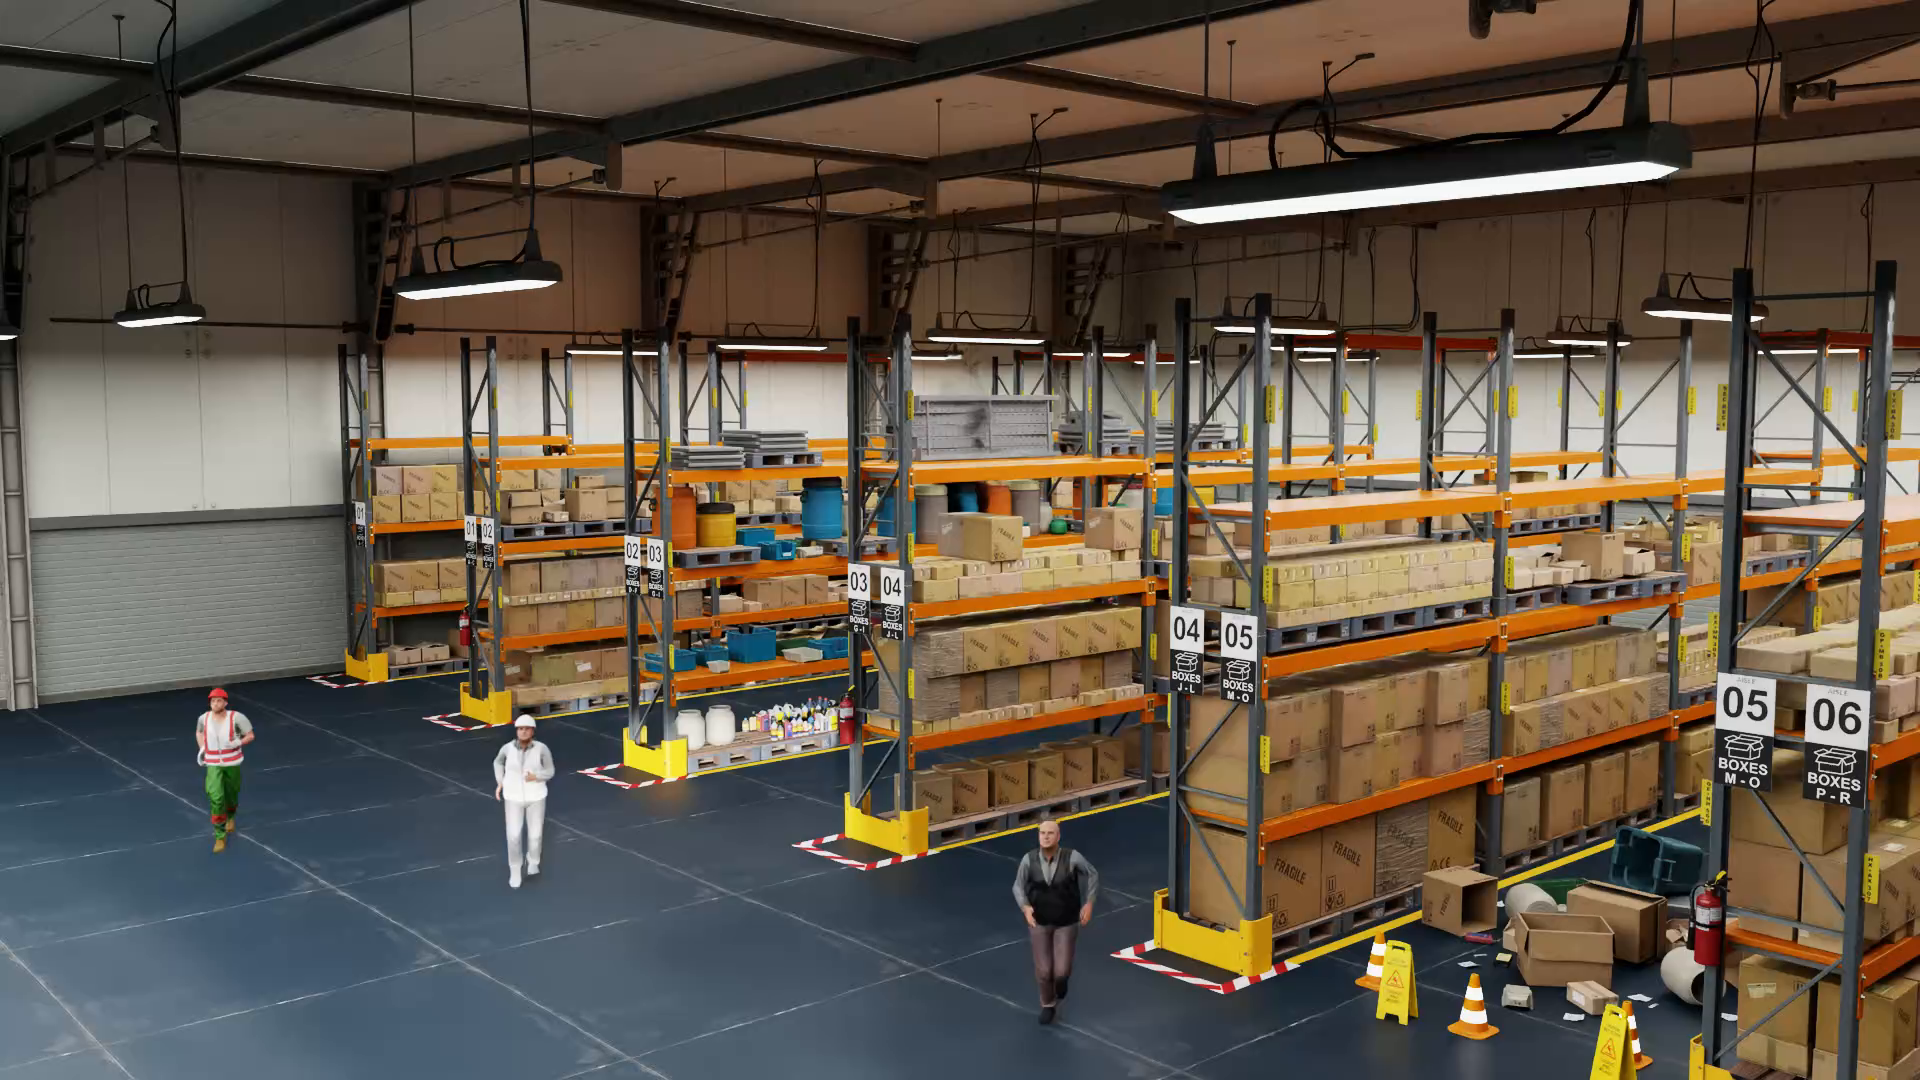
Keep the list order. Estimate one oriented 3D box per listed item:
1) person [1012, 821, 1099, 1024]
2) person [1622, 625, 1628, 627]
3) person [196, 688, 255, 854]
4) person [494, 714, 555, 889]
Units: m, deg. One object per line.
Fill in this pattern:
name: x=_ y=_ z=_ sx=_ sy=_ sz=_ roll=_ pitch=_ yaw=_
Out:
person: x=0.762 y=3.125 z=13.543 sx=0.689 sy=1.683 sz=0.621 roll=1 pitch=5 yaw=11
person: x=9.458 y=2.130 z=23.777 sx=0.835 sy=1.834 sz=0.654 roll=-4 pitch=7 yaw=-41
person: x=-8.367 y=2.571 z=18.949 sx=0.633 sy=1.804 sz=0.928 roll=-2 pitch=5 yaw=-18
person: x=-4.561 y=2.728 z=17.426 sx=0.627 sy=1.807 sz=0.729 roll=-1 pitch=5 yaw=-13
